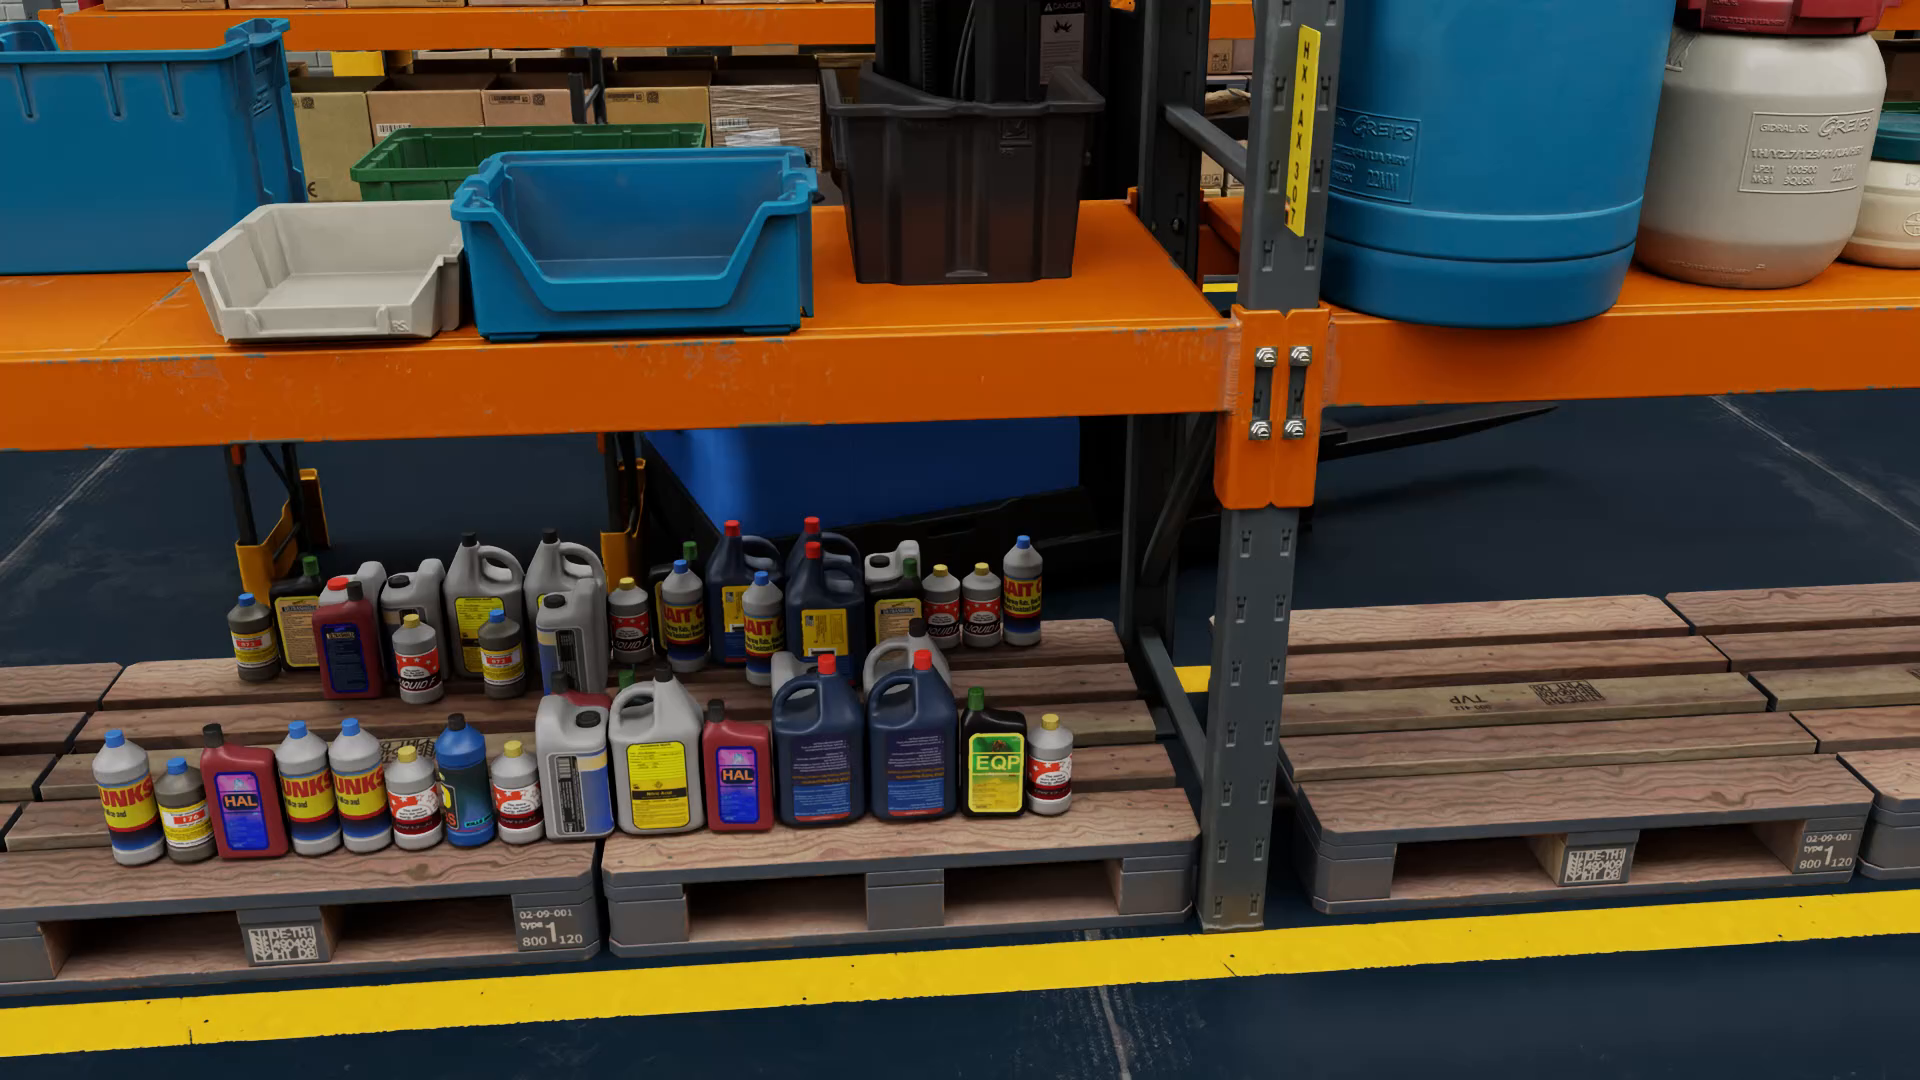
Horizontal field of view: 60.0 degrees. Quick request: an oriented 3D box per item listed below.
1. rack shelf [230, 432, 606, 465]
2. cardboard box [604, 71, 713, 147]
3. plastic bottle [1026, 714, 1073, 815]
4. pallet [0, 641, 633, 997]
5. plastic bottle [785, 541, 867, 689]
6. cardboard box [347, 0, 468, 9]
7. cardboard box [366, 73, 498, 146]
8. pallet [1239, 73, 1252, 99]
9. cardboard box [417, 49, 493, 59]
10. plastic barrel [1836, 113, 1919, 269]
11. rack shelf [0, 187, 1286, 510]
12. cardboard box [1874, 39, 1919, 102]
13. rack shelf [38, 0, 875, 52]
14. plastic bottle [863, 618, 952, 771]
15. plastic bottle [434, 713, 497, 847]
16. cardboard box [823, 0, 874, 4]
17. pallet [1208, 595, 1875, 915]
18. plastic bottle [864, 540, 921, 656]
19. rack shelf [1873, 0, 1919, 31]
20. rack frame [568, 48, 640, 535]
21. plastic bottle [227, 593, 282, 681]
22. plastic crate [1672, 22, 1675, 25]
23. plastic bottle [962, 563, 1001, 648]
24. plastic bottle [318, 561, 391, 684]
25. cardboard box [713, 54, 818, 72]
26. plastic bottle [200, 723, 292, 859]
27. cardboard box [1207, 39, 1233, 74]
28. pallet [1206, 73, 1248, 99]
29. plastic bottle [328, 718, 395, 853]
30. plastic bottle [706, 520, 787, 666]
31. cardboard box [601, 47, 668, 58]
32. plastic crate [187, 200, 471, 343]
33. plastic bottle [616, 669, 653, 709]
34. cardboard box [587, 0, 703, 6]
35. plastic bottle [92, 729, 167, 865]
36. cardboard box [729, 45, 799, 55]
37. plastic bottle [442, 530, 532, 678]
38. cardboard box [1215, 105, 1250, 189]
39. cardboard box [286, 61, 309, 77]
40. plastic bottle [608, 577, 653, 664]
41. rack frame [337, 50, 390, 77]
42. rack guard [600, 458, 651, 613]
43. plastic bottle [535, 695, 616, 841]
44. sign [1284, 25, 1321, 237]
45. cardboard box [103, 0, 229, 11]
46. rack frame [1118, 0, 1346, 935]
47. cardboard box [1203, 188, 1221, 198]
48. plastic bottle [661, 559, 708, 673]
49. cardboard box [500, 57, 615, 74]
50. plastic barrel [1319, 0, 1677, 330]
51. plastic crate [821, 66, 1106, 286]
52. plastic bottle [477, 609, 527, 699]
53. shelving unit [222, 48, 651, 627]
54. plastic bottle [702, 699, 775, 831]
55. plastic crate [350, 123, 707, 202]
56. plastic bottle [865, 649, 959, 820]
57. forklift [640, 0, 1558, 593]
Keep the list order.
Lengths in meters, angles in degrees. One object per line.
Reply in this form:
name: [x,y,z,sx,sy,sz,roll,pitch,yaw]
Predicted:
rack shelf: [-1.505,-0.411,4.770,1.000,0.185,0.538,-2,24,-5]
cardboard box: [-1.404,-1.900,7.775,0.500,0.500,0.500,-2,24,-5]
plastic bottle: [0.185,0.455,3.436,0.097,0.201,0.097,0,24,0]
pallet: [-1.374,0.571,3.704,1.213,0.211,1.003,-2,24,-5]
plastic bottle: [-0.315,0.169,3.895,0.185,0.351,0.144,-2,24,-5]
cardboard box: [-2.466,-2.705,7.519,0.500,0.500,0.700,-2,24,-5]
cardboard box: [-2.400,-1.861,7.688,0.500,0.500,0.500,-2,24,-5]
pallet: [2.744,-3.622,13.139,1.213,0.211,1.003,-2,24,-5]
cardboard box: [-3.742,-3.571,12.360,0.500,0.311,0.500,-5,24,-11]
plastic barrel: [1.847,-0.690,3.280,0.301,0.262,0.301,0,24,0]
rack shelf: [-1.475,-0.354,3.239,4.000,0.370,1.077,-2,24,-5]
cardboard box: [4.976,-2.462,8.709,0.500,0.250,0.500,-1,24,-3]
rack shelf: [-1.959,-2.356,7.744,4.000,0.370,1.077,-2,24,-5]
plastic bottle: [-0.112,0.331,3.533,0.185,0.351,0.144,-2,24,-5]
plastic bottle: [-0.988,0.470,3.316,0.097,0.271,0.097,0,24,0]
cardboard box: [-0.409,-2.790,7.712,0.500,0.500,0.700,-3,24,-7]
pallet: [1.293,0.464,3.945,1.213,0.211,1.003,-2,24,-5]
plastic bottle: [-0.164,0.140,4.053,0.135,0.276,0.152,-1,24,-3]
rack shelf: [6.003,-2.676,8.463,4.000,0.370,1.077,-2,24,-5]
rack frame: [-0.999,-0.594,4.739,0.032,1.500,0.500,-2,24,-5]
plastic bottle: [-1.681,0.224,3.956,0.097,0.201,0.097,0,24,0]
plastic crate: [1.582,-0.925,3.658,0.575,0.384,0.392,-2,24,-5]
plastic bottle: [0.054,0.155,4.113,0.097,0.201,0.097,0,24,0]
plastic bottle: [-1.428,0.191,3.939,0.135,0.276,0.152,-2,24,-5]
cardboard box: [-0.957,-2.128,8.290,0.500,0.500,0.500,-2,24,-5]
plastic bottle: [-1.404,0.489,3.259,0.133,0.283,0.061,-2,24,-4]
cardboard box: [1.795,-3.931,12.937,0.500,0.500,0.700,-2,24,-5]
pallet: [1.533,-3.575,13.032,1.213,0.211,1.003,-2,24,-5]
plastic bottle: [-1.190,0.479,3.298,0.097,0.271,0.097,0,24,0]
plastic bottle: [-0.517,0.119,4.009,0.185,0.351,0.144,-3,24,-7]
cardboard box: [-2.440,-3.689,12.393,0.500,0.500,0.700,-4,24,-8]
plastic crate: [-1.076,-0.475,2.950,0.437,0.136,0.530,-2,24,-5]
plastic bottle: [-0.646,0.400,3.460,0.133,0.283,0.061,-2,24,-5]
cardboard box: [-1.433,-2.748,7.617,0.500,0.500,0.700,-2,24,-4]
plastic bottle: [-1.631,0.496,3.258,0.097,0.271,0.097,0,24,0]
cardboard box: [-1.488,-3.768,12.571,0.500,0.500,0.500,-4,24,-9]
plastic bottle: [-1.125,0.143,3.955,0.185,0.351,0.144,-1,24,-3]
cardboard box: [1.481,-1.912,8.035,0.500,0.311,0.500,-3,24,-7]
cardboard box: [-3.444,-2.025,8.058,0.500,0.500,0.500,-2,24,-5]
plastic bottle: [-0.801,0.189,4.036,0.097,0.201,0.097,0,24,0]
rack frame: [-4.439,-4.607,11.923,0.127,3.000,1.000,-2,24,-5]
rack guard: [-1.000,-0.022,4.993,0.087,0.250,0.587,-2,24,-5]
plastic bottle: [-0.772,0.449,3.360,0.135,0.276,0.152,-2,24,-4]
sign: [0.558,-0.666,2.715,0.005,0.325,0.100,-2,24,-5]
cardboard box: [-3.483,-2.664,7.428,0.500,0.500,0.700,-2,24,-5]
rack frame: [0.515,-0.763,3.273,0.127,3.000,1.000,-2,24,-5]
cardboard box: [0.966,-1.636,8.106,0.500,0.250,0.500,-2,24,-4]
plastic bottle: [-0.660,0.176,3.978,0.097,0.271,0.097,0,24,0]
cardboard box: [-1.953,-2.090,8.205,0.500,0.500,0.500,-2,24,-5]
plastic barrel: [0.929,-0.885,2.930,0.708,0.901,0.600,-2,24,-5]
plastic crate: [-0.019,-0.765,3.354,0.504,0.338,0.767,-2,24,-5]
plastic bottle: [-1.070,0.258,3.879,0.097,0.201,0.097,0,24,0]
shelving unit: [-1.496,-0.575,4.698,1.083,1.500,0.587,-2,24,-5]
plastic bottle: [-0.447,0.451,3.346,0.133,0.283,0.061,-1,24,-2]
plastic crate: [-0.864,-0.726,3.451,0.662,0.188,0.450,-2,24,-5]
plastic bottle: [-0.098,0.389,3.402,0.185,0.351,0.144,-3,24,-7]
forklift: [0.552,-1.475,4.959,3.031,2.935,1.130,-10,26,-22]
